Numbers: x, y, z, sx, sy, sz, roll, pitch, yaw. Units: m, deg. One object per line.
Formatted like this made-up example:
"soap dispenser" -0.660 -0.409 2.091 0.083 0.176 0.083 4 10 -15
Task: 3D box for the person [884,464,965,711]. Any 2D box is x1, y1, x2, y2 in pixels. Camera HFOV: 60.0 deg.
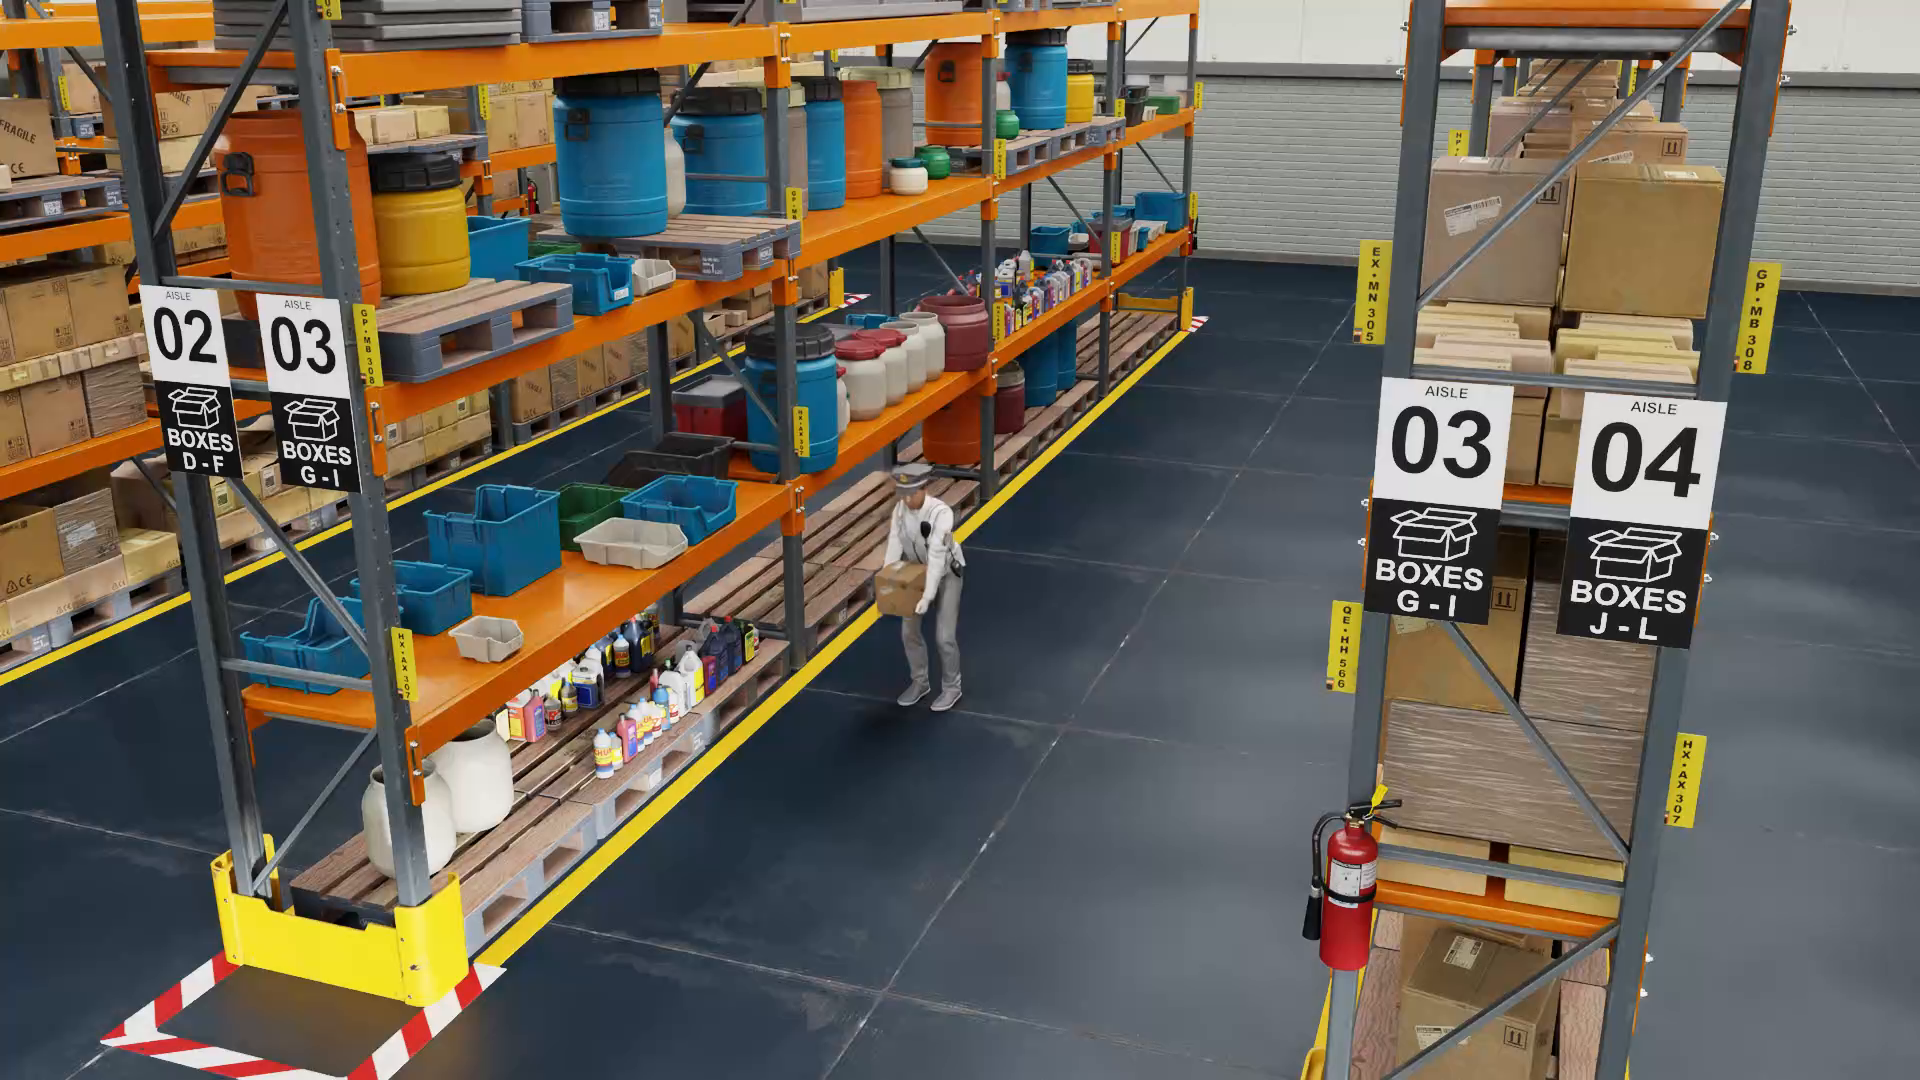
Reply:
"person" -0.220 0.285 10.319 0.411 1.611 0.581 12 22 32
